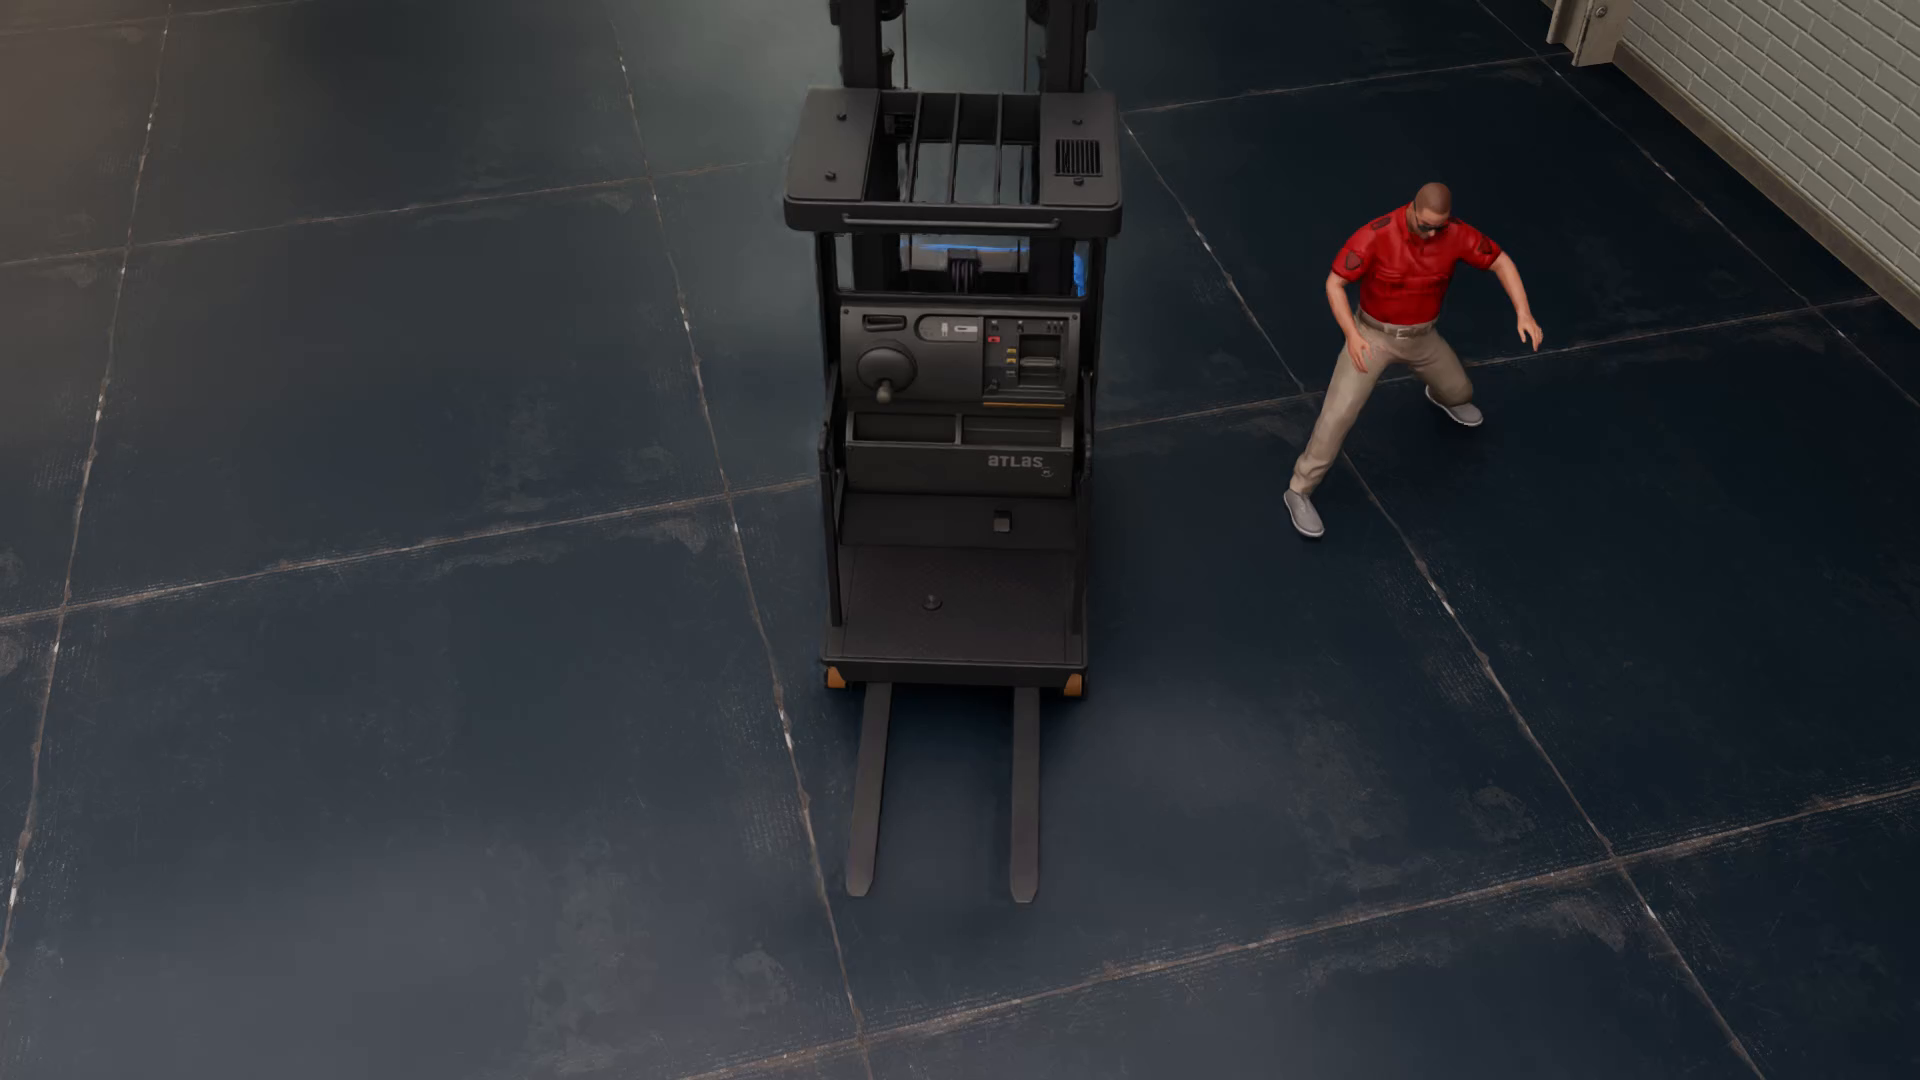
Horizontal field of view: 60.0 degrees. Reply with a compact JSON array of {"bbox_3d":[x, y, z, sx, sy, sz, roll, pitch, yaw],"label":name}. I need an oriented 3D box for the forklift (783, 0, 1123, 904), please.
[{"bbox_3d":[-0.007,-0.631,6.313,1.130,2.935,3.031,2,43,2],"label":"forklift"}]

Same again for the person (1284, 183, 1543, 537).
[{"bbox_3d":[2.099,-0.912,7.640,1.148,1.548,0.993,-4,44,-4],"label":"person"}]
